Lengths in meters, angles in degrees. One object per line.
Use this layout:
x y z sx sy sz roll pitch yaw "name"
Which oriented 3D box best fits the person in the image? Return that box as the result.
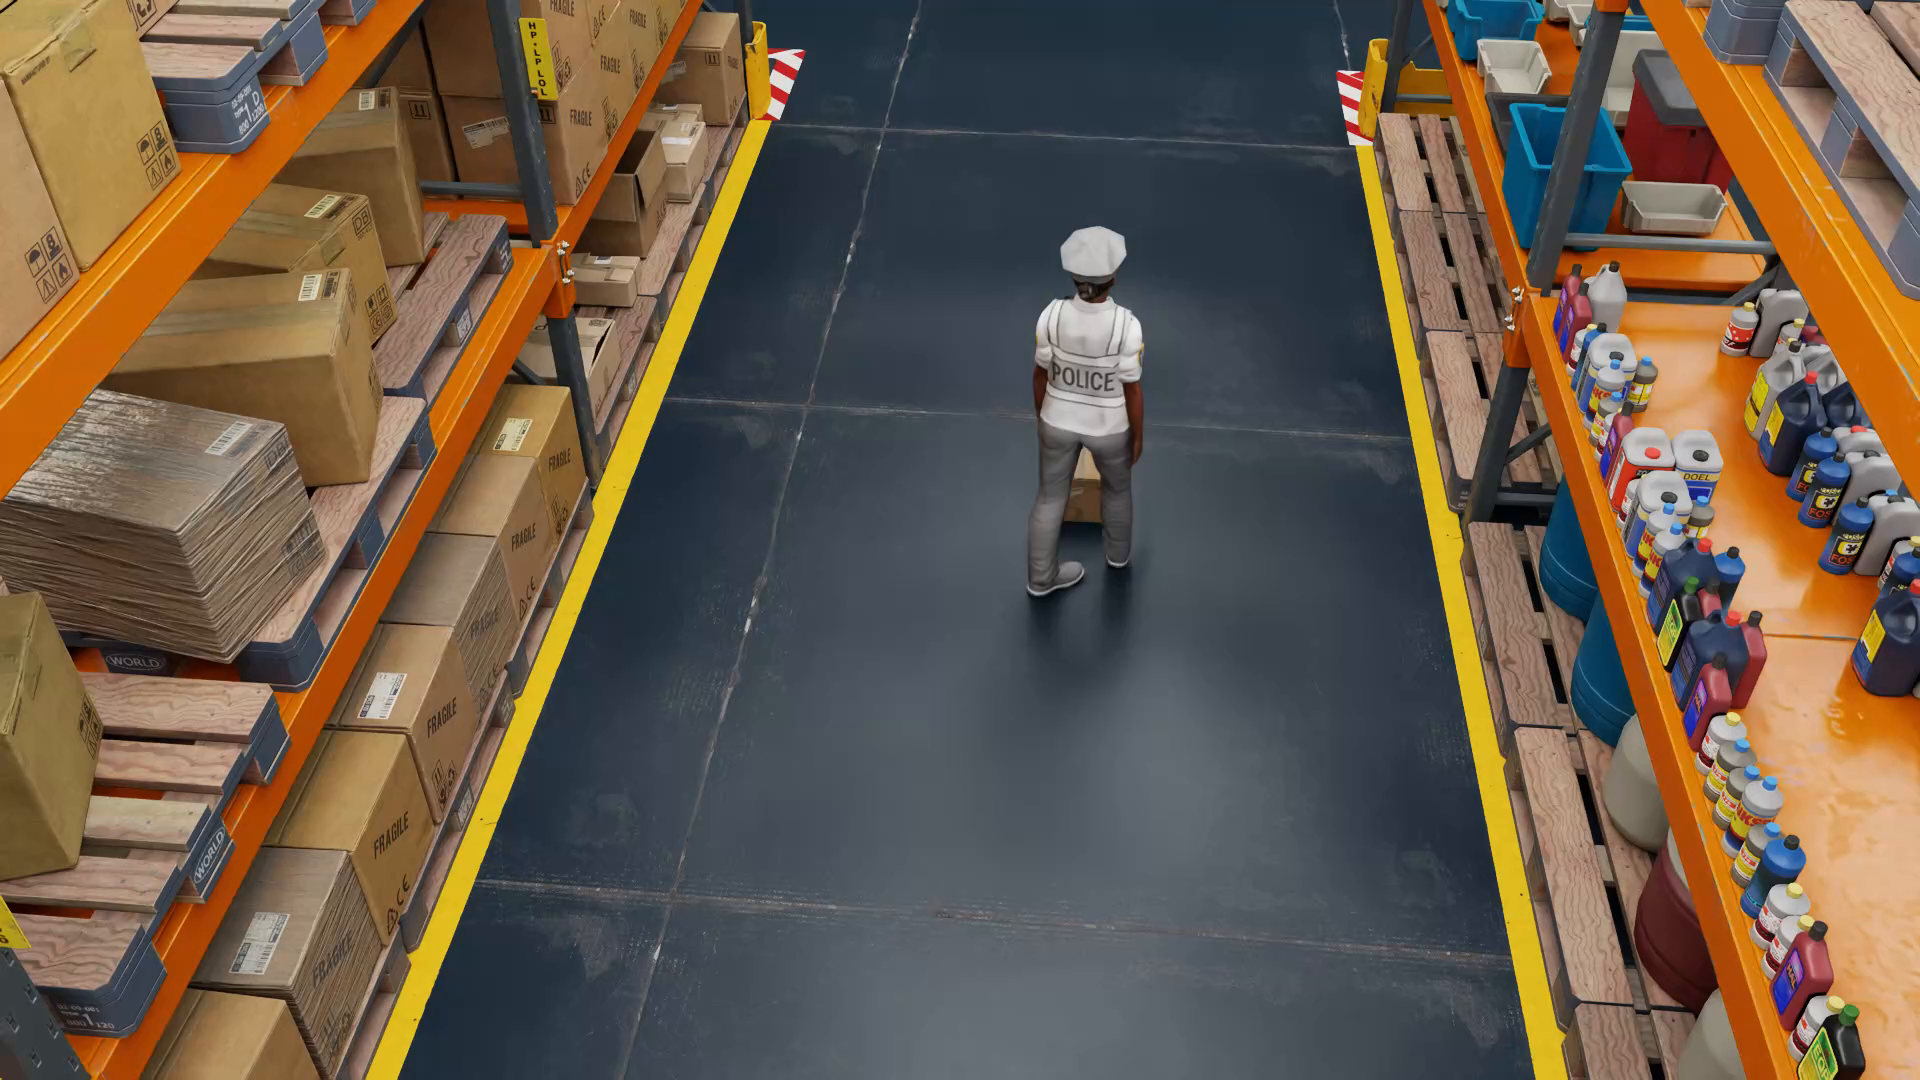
0.542 -0.529 6.766 0.459 1.680 0.568 11 41 12 "person"
